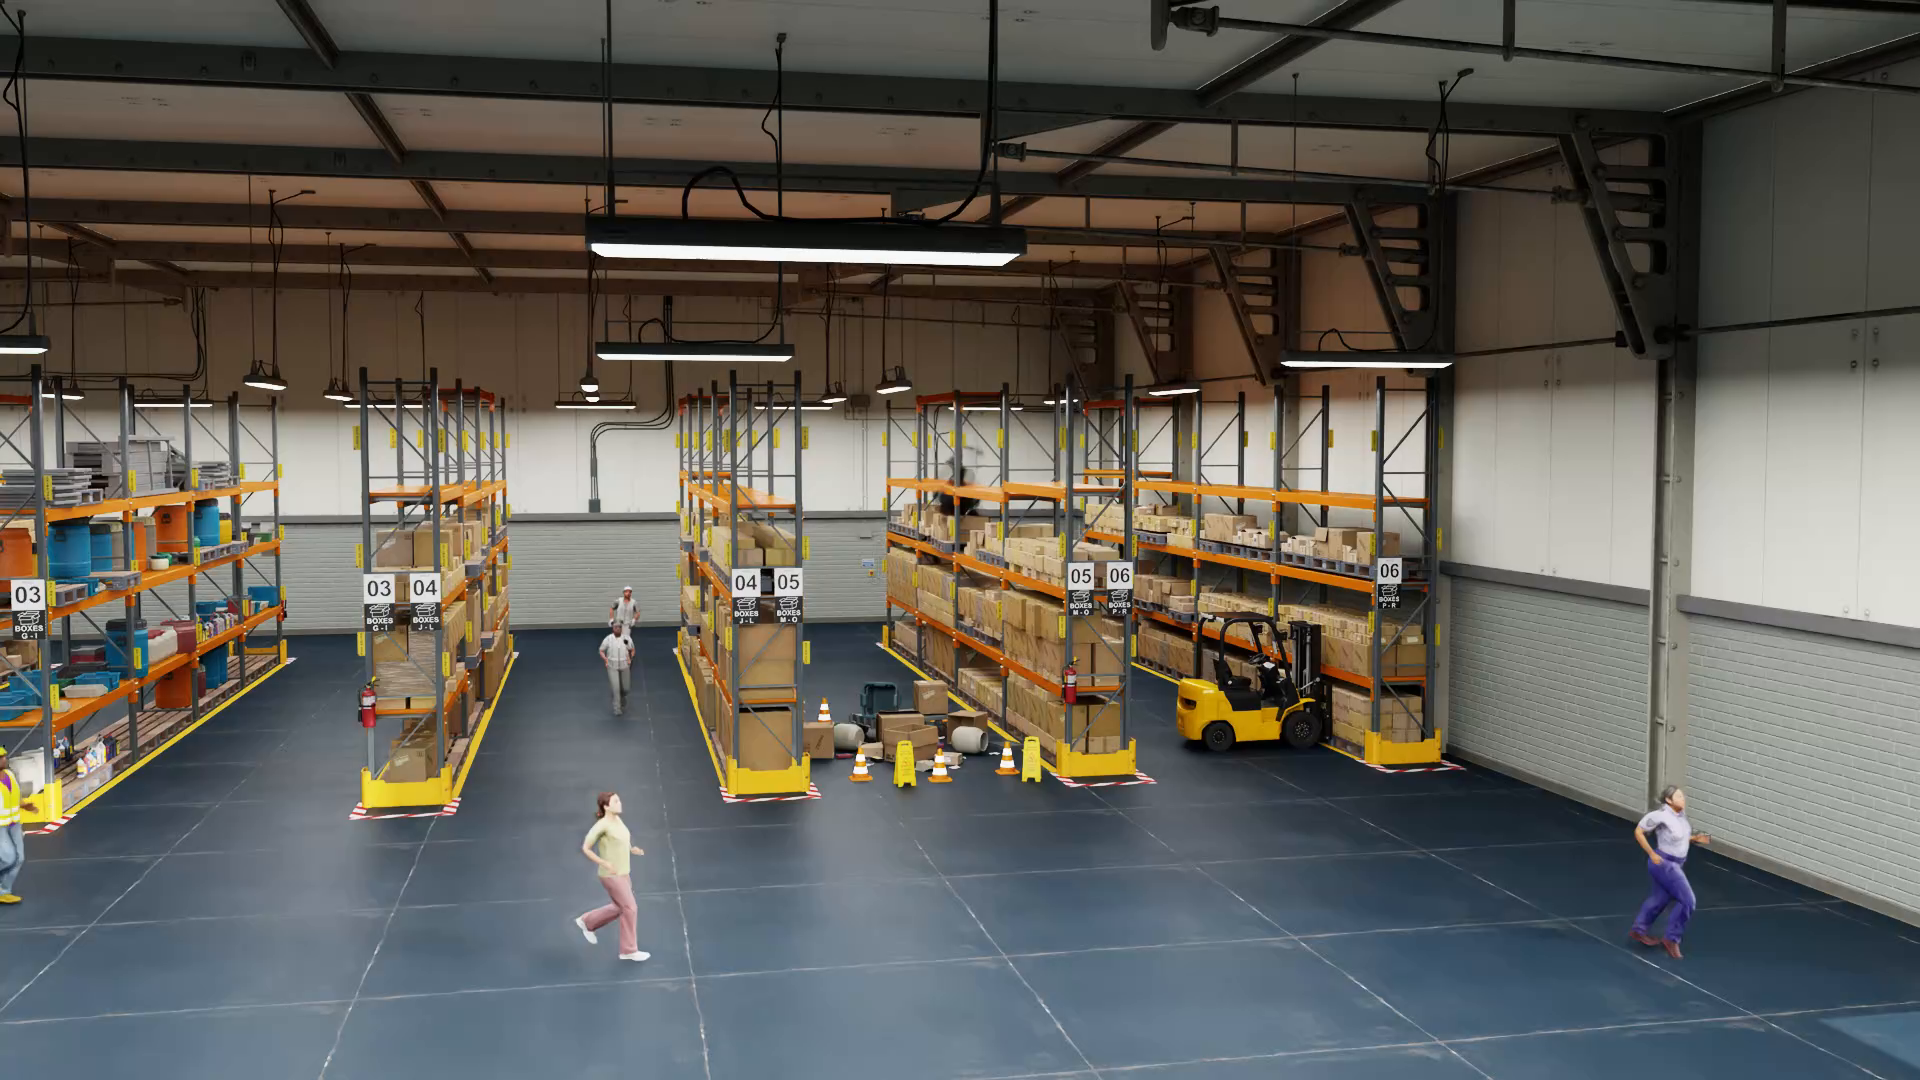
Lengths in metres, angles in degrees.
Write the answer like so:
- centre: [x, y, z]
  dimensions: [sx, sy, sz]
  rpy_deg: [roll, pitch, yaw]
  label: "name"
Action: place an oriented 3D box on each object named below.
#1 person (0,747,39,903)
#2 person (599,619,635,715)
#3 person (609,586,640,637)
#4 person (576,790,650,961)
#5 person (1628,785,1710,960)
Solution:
- centre: [-10.367, 3.071, 17.966]
  dimensions: [0.603, 1.718, 0.697]
  rpy_deg: [1, 3, 11]
  label: "person"
- centre: [-6.291, 2.314, 30.555]
  dimensions: [0.664, 1.733, 0.645]
  rpy_deg: [-1, 4, -19]
  label: "person"
- centre: [-7.574, 1.912, 37.572]
  dimensions: [0.696, 1.722, 0.538]
  rpy_deg: [-1, 3, -13]
  label: "person"
- centre: [-3.375, 3.225, 16.053]
  dimensions: [0.802, 1.635, 0.589]
  rpy_deg: [1, 4, 15]
  label: "person"
- centre: [6.936, 3.236, 16.264]
  dimensions: [0.714, 1.707, 0.572]
  rpy_deg: [3, 4, 39]
  label: "person"
